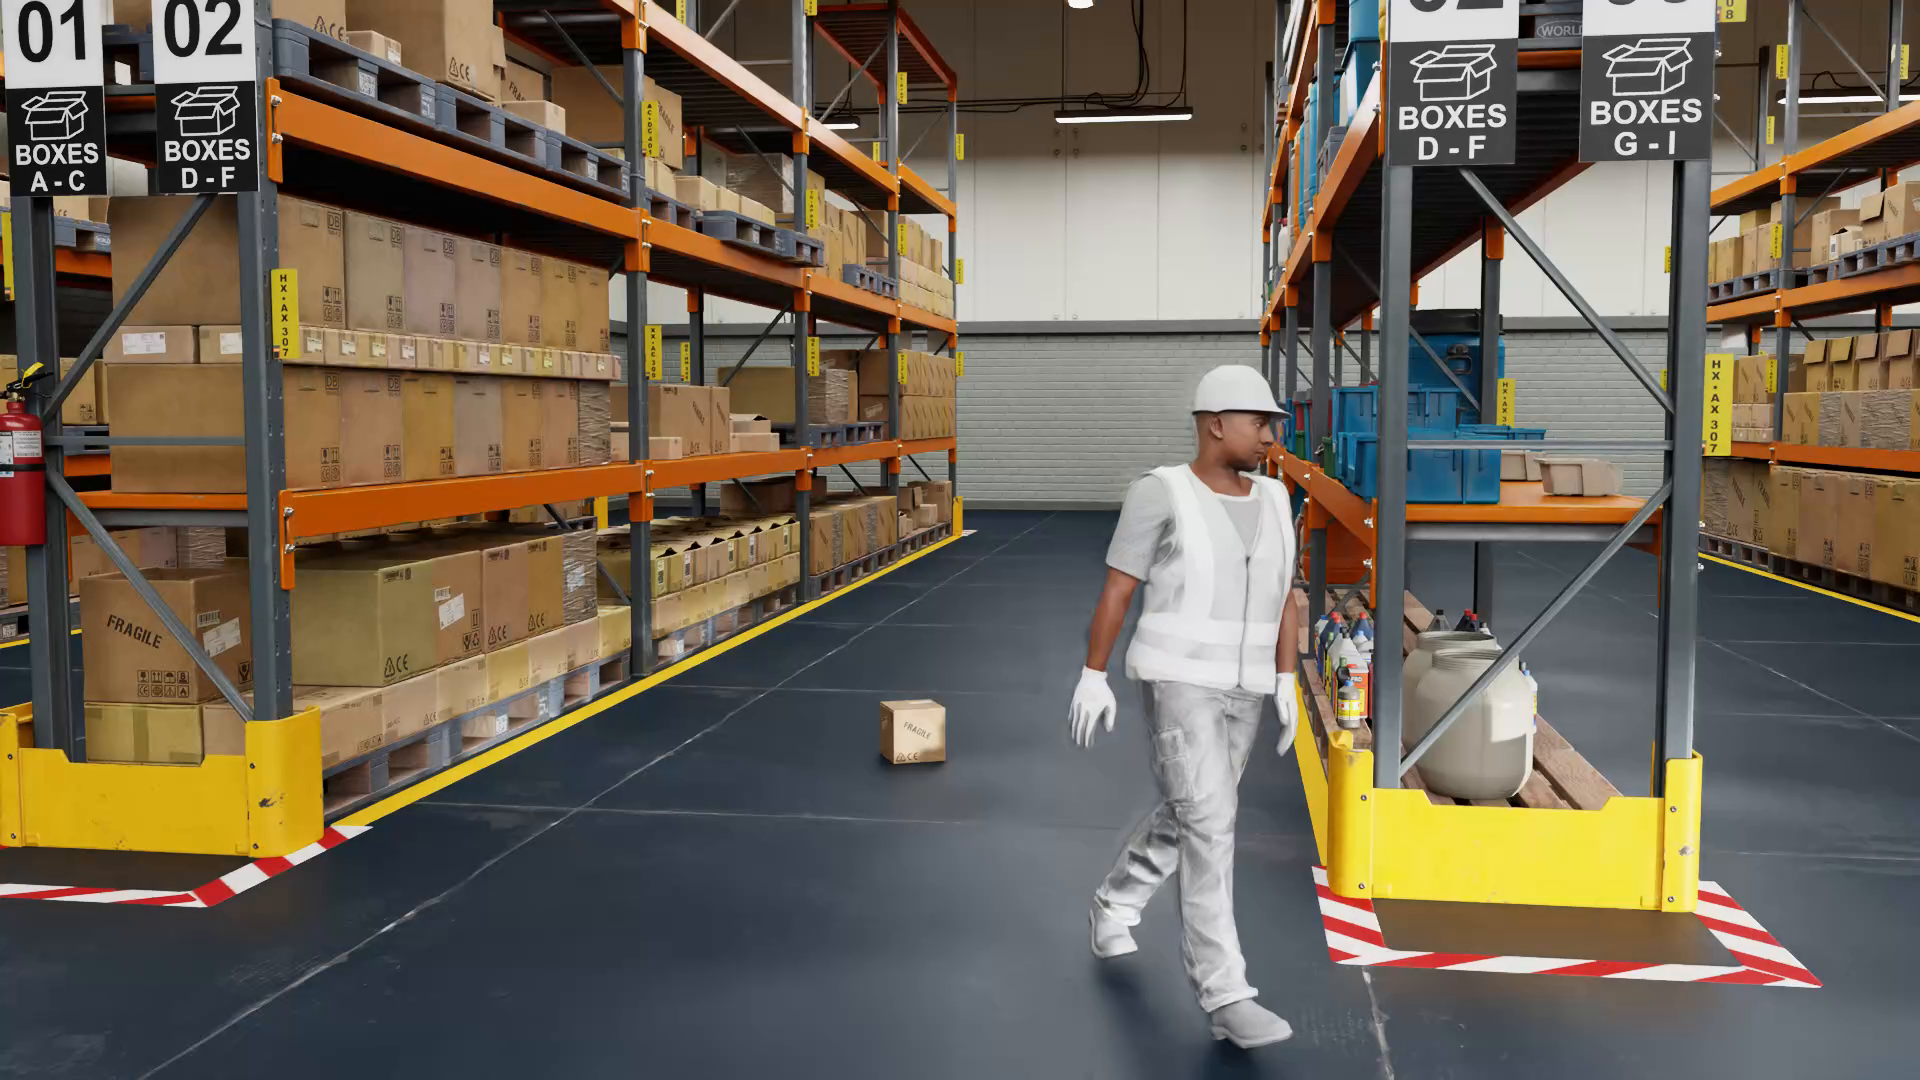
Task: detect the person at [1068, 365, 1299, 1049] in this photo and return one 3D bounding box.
[{"bbox_3d":[0.671,0.394,4.505,0.646,1.731,1.014,-3,5,-32],"label":"person"}]
